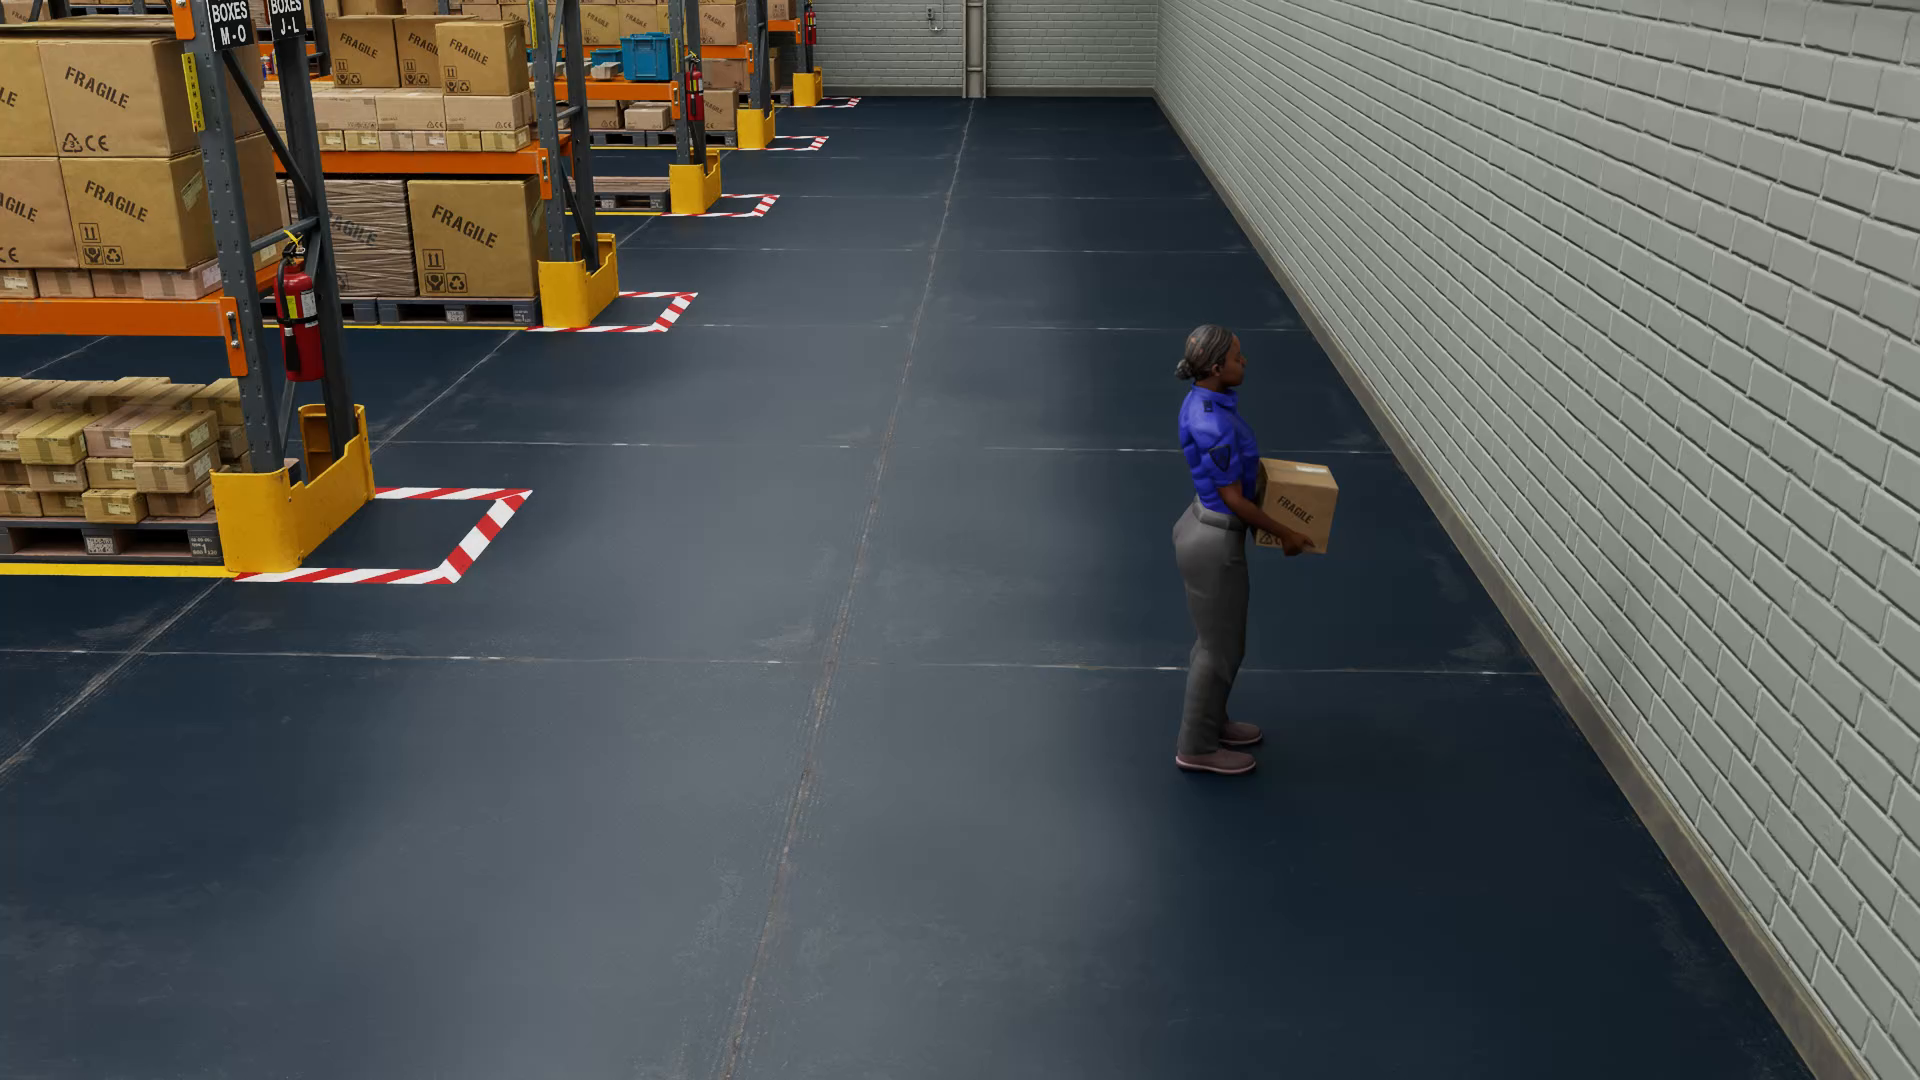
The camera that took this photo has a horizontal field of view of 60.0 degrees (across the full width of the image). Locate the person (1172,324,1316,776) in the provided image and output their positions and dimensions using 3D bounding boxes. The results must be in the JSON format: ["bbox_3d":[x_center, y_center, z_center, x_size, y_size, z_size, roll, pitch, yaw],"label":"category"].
[{"bbox_3d":[1.004,0.036,6.009,0.512,1.650,0.451,1,21,3],"label":"person"}]
